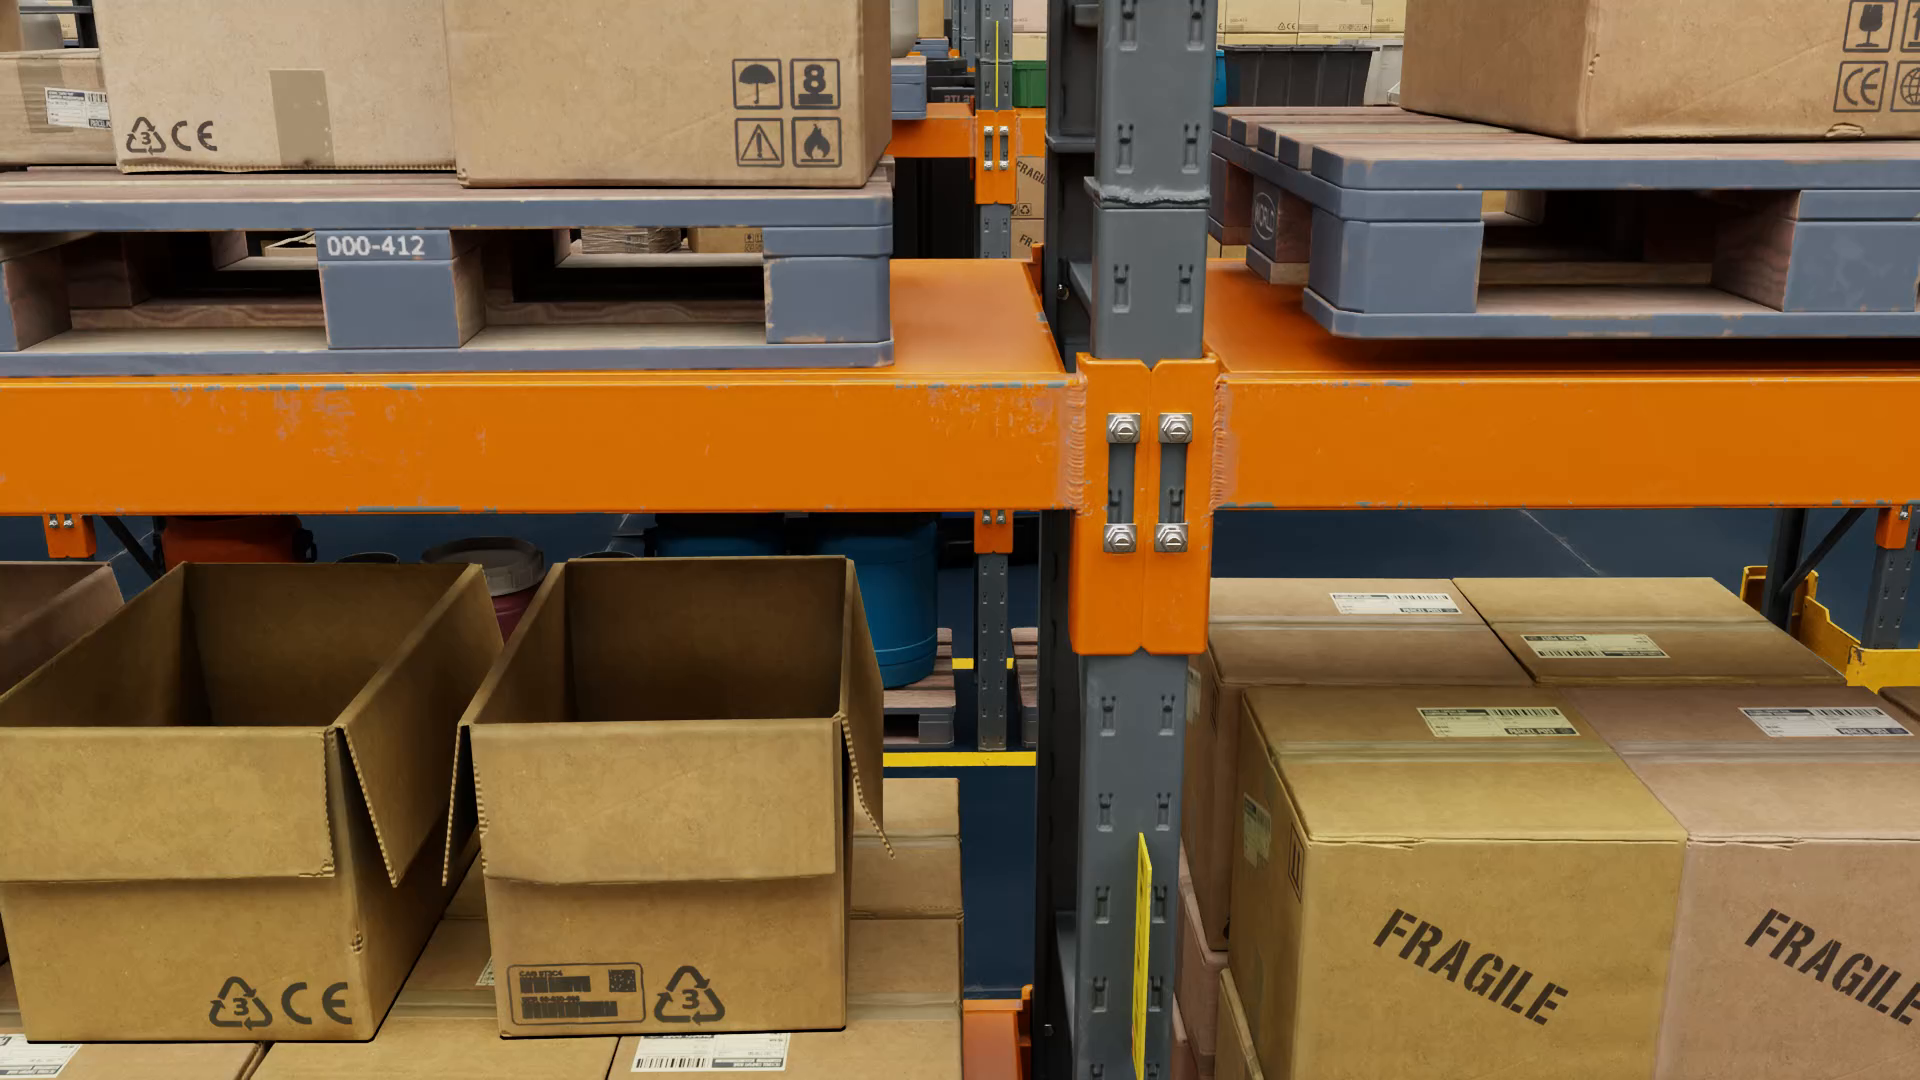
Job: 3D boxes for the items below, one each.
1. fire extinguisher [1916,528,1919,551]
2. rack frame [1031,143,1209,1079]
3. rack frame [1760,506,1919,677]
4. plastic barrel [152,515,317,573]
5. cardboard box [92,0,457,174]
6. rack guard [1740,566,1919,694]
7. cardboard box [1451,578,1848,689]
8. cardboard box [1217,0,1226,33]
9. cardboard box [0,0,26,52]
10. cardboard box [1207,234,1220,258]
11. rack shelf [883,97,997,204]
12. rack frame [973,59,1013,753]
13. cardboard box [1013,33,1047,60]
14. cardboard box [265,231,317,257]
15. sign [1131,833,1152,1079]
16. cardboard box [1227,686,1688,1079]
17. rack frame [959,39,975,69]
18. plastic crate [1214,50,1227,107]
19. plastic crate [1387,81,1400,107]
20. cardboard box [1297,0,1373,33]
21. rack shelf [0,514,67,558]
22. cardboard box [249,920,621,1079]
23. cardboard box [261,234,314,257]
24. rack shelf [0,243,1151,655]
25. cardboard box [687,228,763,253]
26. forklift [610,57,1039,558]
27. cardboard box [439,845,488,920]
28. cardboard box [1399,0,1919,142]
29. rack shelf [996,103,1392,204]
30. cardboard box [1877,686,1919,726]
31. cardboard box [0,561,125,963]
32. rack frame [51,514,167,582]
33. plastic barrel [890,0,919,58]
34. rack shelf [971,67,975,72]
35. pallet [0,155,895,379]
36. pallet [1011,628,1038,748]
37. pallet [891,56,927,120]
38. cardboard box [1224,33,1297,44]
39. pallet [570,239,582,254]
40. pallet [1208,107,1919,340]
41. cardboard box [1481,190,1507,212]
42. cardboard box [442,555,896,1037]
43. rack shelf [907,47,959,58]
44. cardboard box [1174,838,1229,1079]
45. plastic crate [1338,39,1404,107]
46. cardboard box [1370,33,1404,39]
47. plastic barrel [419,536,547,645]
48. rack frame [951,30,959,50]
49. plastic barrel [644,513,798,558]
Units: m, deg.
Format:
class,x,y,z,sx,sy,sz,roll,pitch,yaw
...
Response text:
class,x,y,z,sx,sy,sz,roll,pitch,yaw
fire extinguisher,4.296,-0.284,7.259,0.183,0.674,0.296,0,18,-1
rack frame,0.217,0.896,2.845,0.127,3.000,1.000,0,18,-1
rack frame,4.138,-0.636,7.621,0.127,3.000,1.000,0,18,-1
plastic barrel,-3.372,0.228,7.791,0.708,0.830,0.600,0,18,-1
cardboard box,-0.881,-0.712,2.405,0.500,0.311,0.500,-1,18,-3
rack guard,4.162,0.550,8.015,0.348,0.500,1.175,0,18,-1
cardboard box,1.173,0.383,2.973,0.500,0.500,0.500,0,18,0
cardboard box,1.554,-3.653,11.541,0.500,0.250,0.500,0,18,-1
cardboard box,-1.740,-0.779,2.298,0.637,0.503,0.797,-1,18,-2
cardboard box,1.590,-2.102,12.026,0.500,0.500,0.500,0,18,-1
rack shelf,-1.861,-1.693,7.182,4.000,0.370,1.077,0,18,-1
rack frame,0.139,-0.617,7.561,0.127,3.000,1.000,0,18,-1
cardboard box,0.554,-3.414,11.613,0.500,0.250,0.500,0,18,-1
cardboard box,-4.833,-2.123,12.401,0.500,0.311,0.500,0,18,-2
sign,0.235,0.548,2.164,0.005,0.325,0.100,0,18,-1
cardboard box,0.700,0.544,2.472,0.500,0.500,0.500,0,18,-1
rack frame,0.064,-2.130,12.277,0.127,3.000,1.000,0,18,-1
plastic crate,1.044,-2.068,7.446,0.300,0.233,0.416,0,18,-1
plastic crate,2.076,-1.853,6.936,0.530,0.136,0.437,0,18,-1
cardboard box,2.554,-3.660,11.563,0.500,0.250,0.500,0,18,-1
rack shelf,-5.861,-0.246,7.580,4.000,0.370,1.077,0,18,-1
cardboard box,-0.741,0.934,2.562,0.500,0.500,0.500,0,18,1
cardboard box,-6.841,-2.992,17.110,0.500,0.250,0.500,-1,18,-2
rack shelf,-1.783,-0.180,2.467,4.000,0.370,1.077,0,18,-1
cardboard box,-1.701,-2.350,12.112,0.500,0.500,0.700,-5,18,-15
forklift,-0.624,-1.371,10.022,3.031,2.935,1.130,-2,18,-7
cardboard box,-0.750,0.777,3.052,0.500,0.500,0.500,0,18,-1
cardboard box,0.998,-0.850,2.361,0.500,0.500,0.700,-1,18,-4
rack shelf,2.138,-1.712,7.242,4.000,0.370,1.077,0,18,-1
cardboard box,1.712,0.540,2.484,0.500,0.500,0.500,-1,18,-3
cardboard box,-1.729,0.384,2.635,0.637,0.503,0.797,0,18,1
rack frame,-3.861,-0.598,7.500,0.127,3.000,1.000,0,18,-1
plastic barrel,-0.392,-2.384,7.248,0.433,0.535,0.433,0,18,0
rack shelf,2.064,-3.225,11.958,4.000,0.370,1.077,0,18,-1
pallet,-0.699,-0.422,2.355,1.217,0.209,0.805,-1,18,-3
pallet,0.873,0.695,8.035,1.213,0.211,1.003,0,18,-1
pallet,-0.644,-1.922,7.026,1.003,0.211,1.213,0,18,-1
cardboard box,2.054,-3.420,11.634,0.500,0.250,0.500,0,18,-1
pallet,-3.259,-2.044,12.323,1.003,0.211,1.213,0,18,-1
pallet,1.035,-0.491,2.403,1.213,0.211,1.003,0,18,-1
cardboard box,3.623,-2.587,11.900,0.500,0.500,0.500,0,18,-1
cardboard box,-0.422,0.376,2.659,0.637,0.503,0.797,-1,18,-2
rack shelf,-2.017,-4.719,16.615,4.000,0.370,1.077,0,18,-1
cardboard box,0.654,0.743,3.079,0.500,0.250,0.500,-1,18,-2
plastic crate,1.917,-2.092,7.441,0.530,0.282,0.437,0,18,-1
cardboard box,3.054,-3.424,11.646,0.500,0.250,0.500,0,18,-1
plastic barrel,-2.243,0.337,7.845,0.708,0.588,0.600,0,18,-1
rack frame,-0.018,-3.643,16.993,0.127,3.000,1.000,0,18,-1
plastic barrel,-1.114,0.183,7.814,0.708,0.901,0.600,0,18,-1
